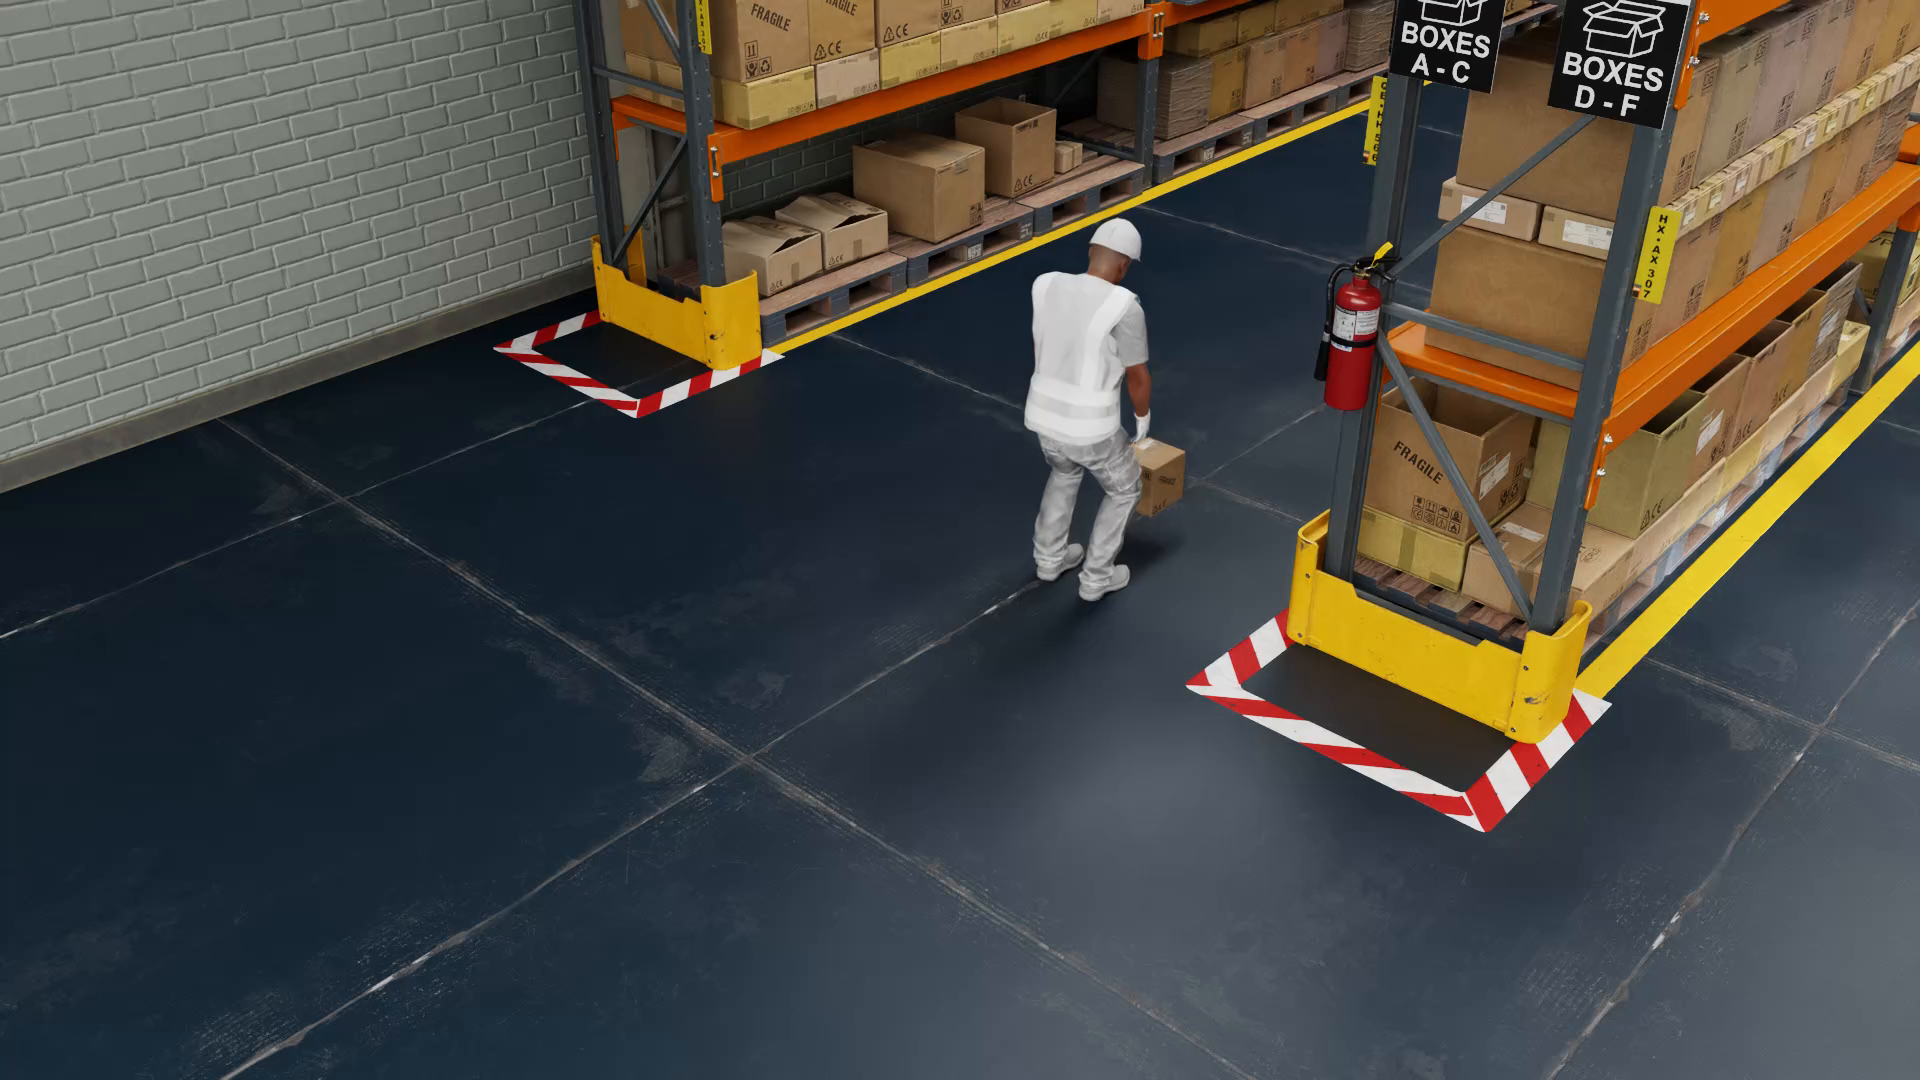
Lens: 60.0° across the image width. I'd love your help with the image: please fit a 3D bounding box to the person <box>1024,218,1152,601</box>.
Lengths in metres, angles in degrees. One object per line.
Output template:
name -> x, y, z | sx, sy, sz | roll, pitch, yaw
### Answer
person -> 0.539, -0.556, 7.174 | 0.594, 1.644, 0.584 | 26, 40, 36
